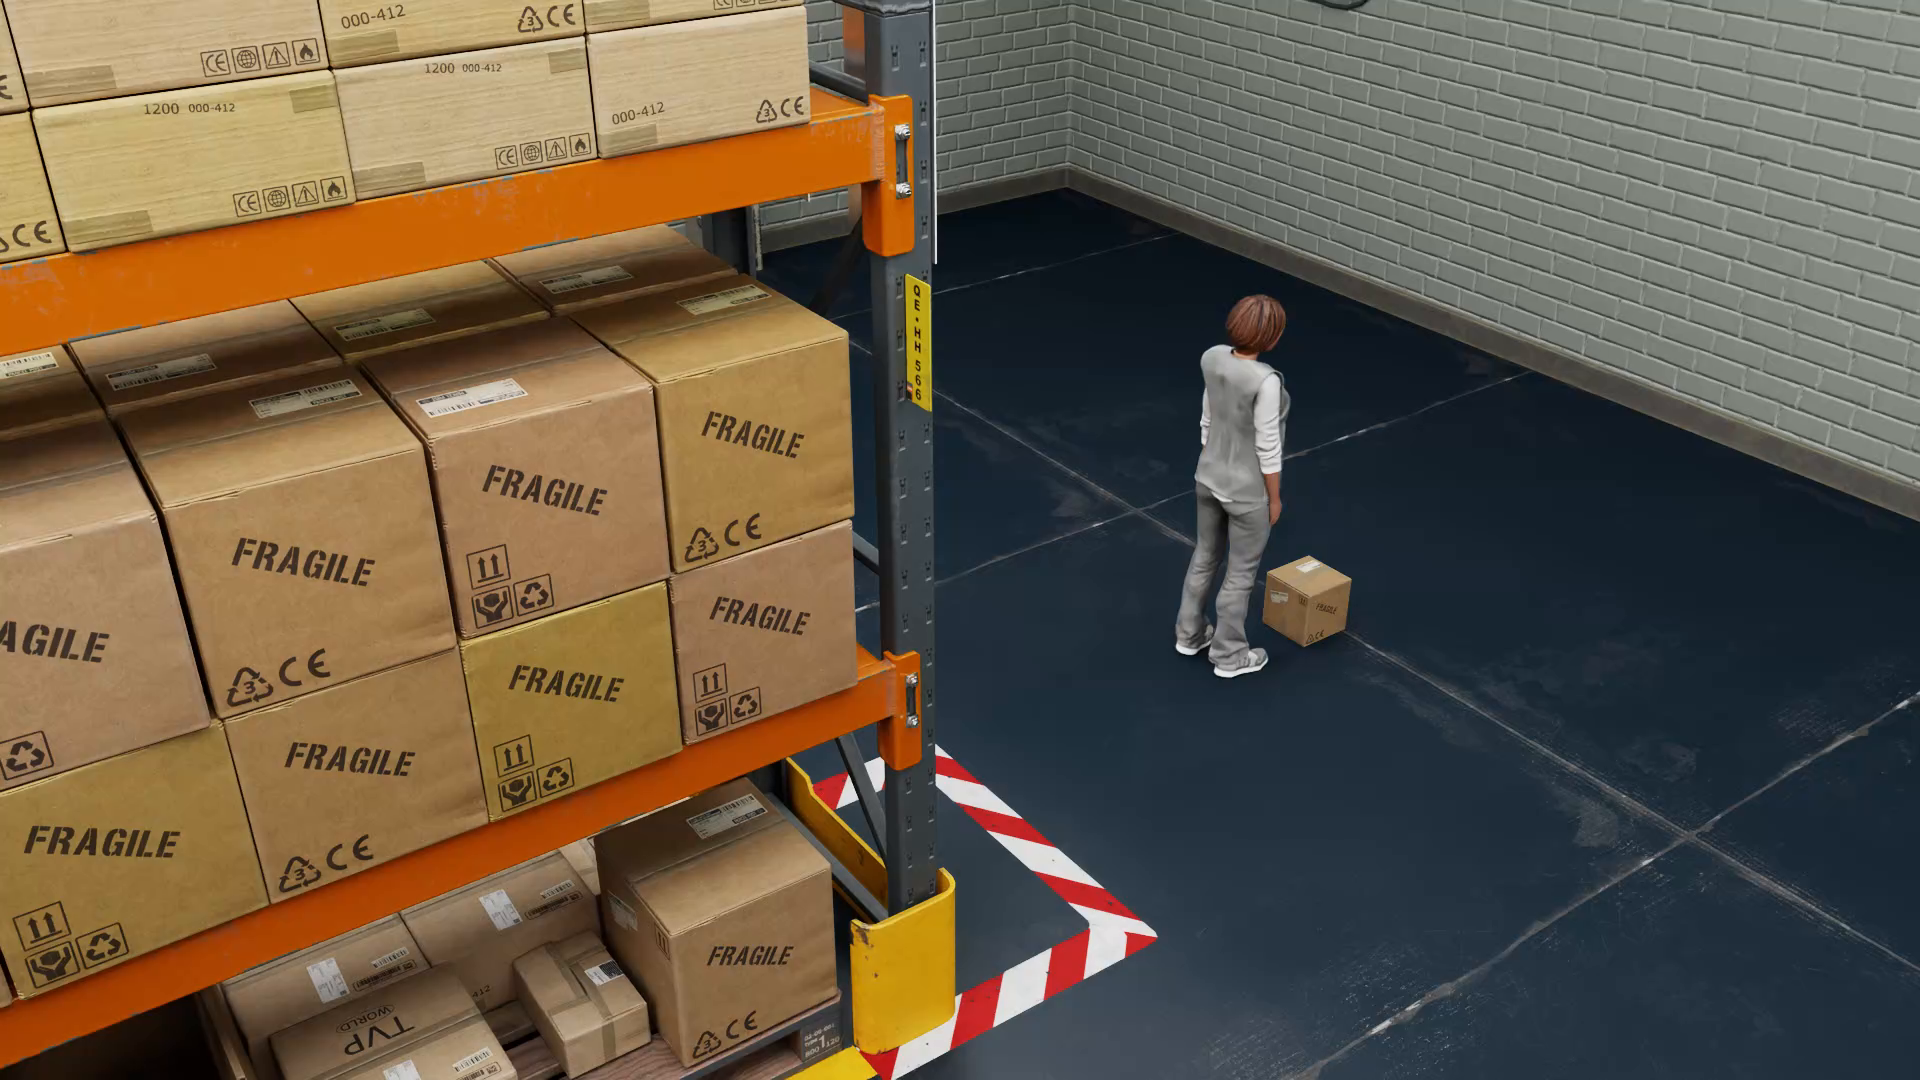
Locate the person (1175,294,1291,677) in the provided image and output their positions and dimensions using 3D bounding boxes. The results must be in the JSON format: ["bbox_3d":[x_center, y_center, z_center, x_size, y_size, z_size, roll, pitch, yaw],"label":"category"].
[{"bbox_3d":[1.084,-0.198,6.496,0.310,1.614,0.427,-18,34,-29],"label":"person"}]
